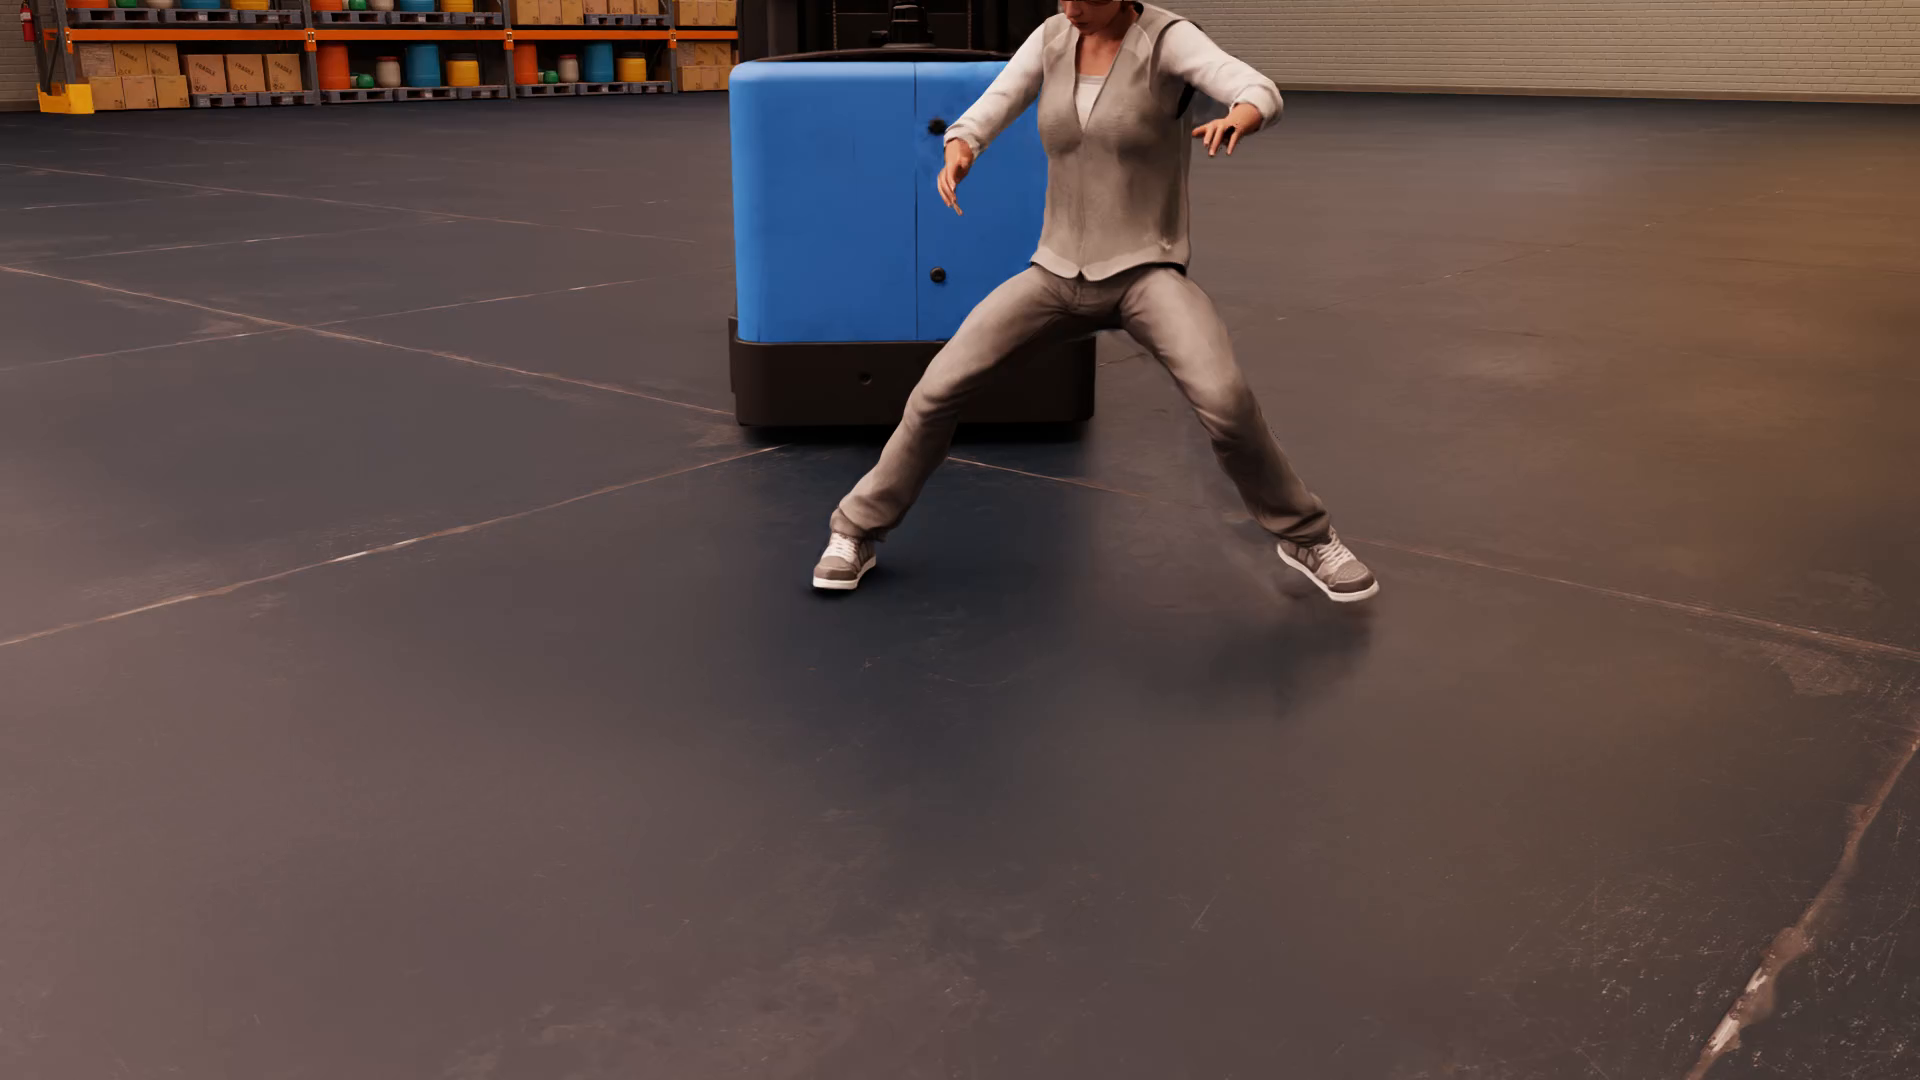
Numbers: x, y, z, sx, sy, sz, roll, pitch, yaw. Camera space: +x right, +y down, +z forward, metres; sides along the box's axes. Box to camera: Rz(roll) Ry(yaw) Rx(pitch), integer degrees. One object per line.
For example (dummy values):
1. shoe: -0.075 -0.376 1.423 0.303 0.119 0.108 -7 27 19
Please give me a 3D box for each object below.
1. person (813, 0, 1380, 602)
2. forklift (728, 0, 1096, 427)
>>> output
1. person: 0.268 -0.538 3.345 1.141 1.377 0.630 10 20 31
2. forklift: -0.231 -2.105 5.830 1.130 2.935 3.031 -1 17 -4
